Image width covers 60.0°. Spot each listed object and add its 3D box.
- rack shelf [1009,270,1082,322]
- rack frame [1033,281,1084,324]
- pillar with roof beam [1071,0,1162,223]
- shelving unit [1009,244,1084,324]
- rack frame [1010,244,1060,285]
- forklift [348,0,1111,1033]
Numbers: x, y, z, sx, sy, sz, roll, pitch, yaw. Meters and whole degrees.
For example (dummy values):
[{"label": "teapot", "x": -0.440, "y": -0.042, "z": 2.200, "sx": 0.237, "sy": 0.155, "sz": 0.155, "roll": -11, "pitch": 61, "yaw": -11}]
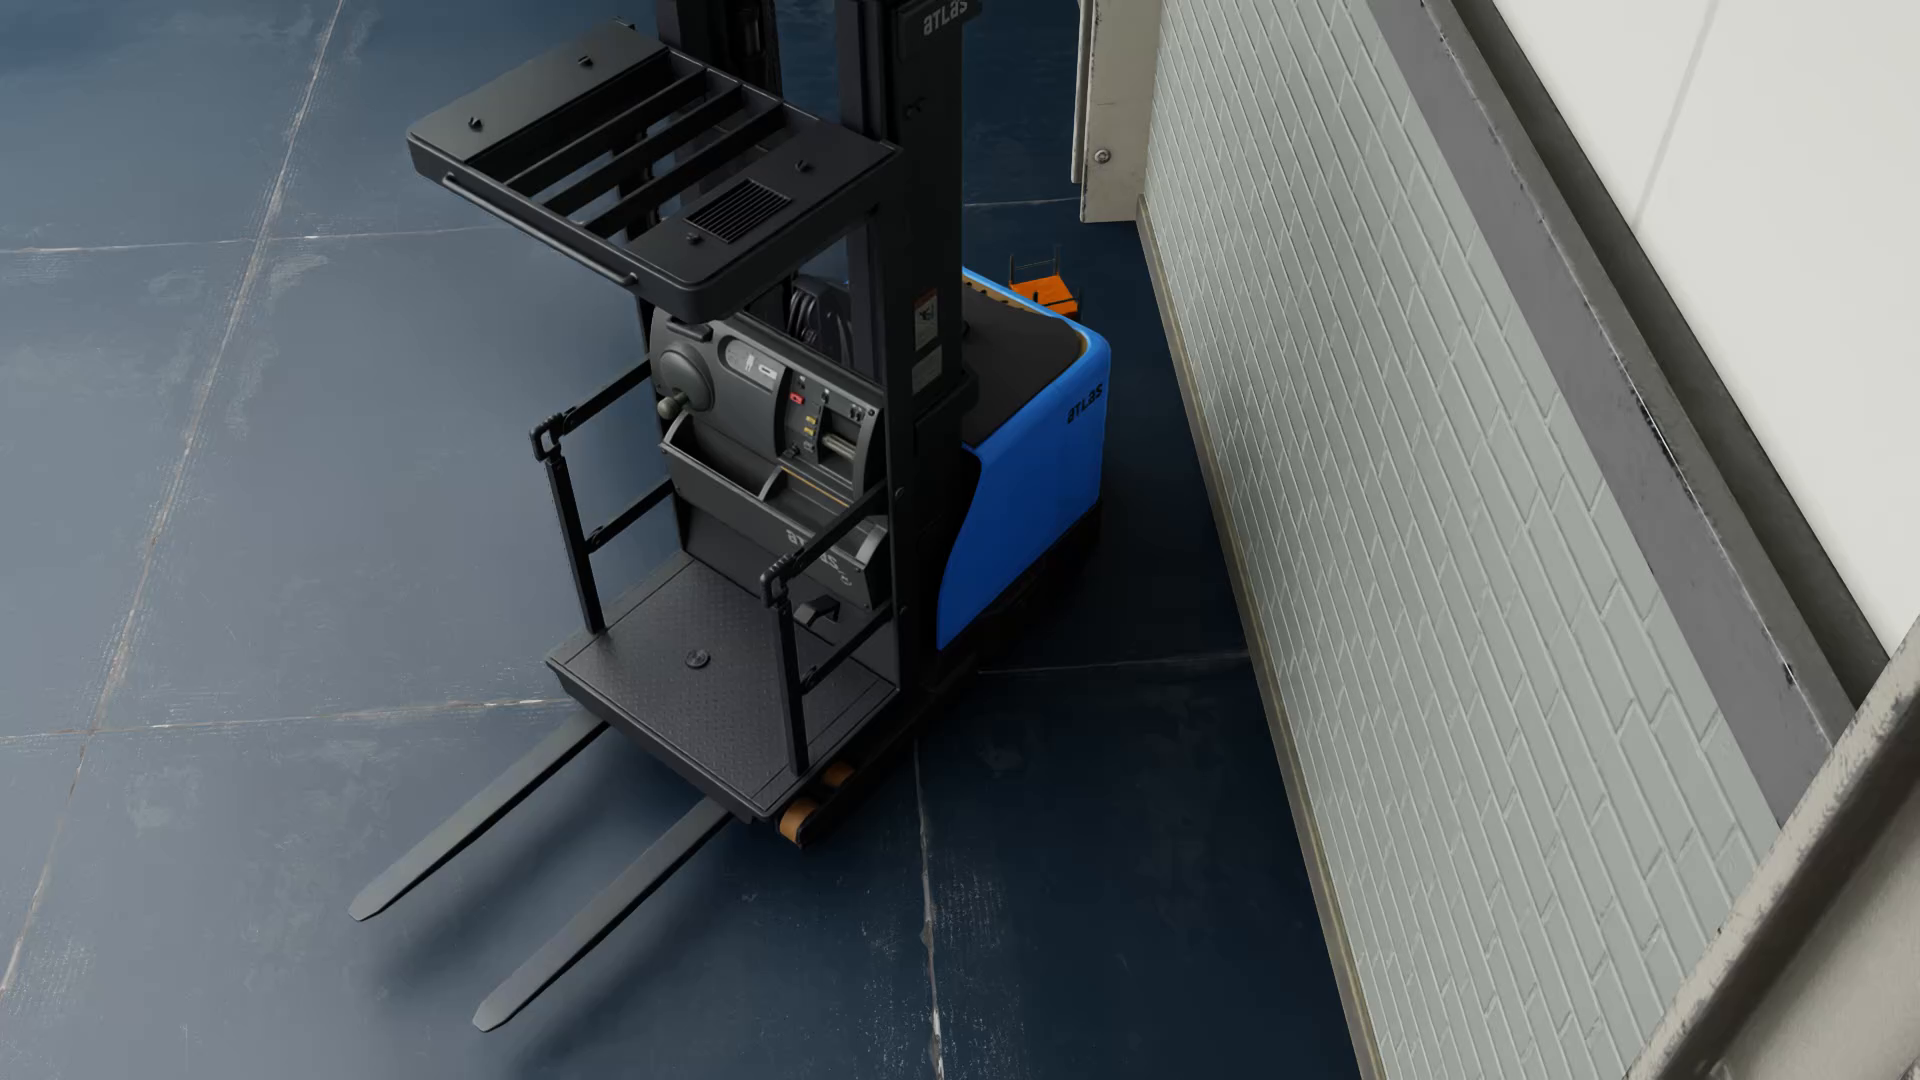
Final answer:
[{"label": "rack shelf", "x": 0.327, "y": -0.854, "z": 6.459, "sx": 0.215, "sy": 0.259, "sz": 0.240, "roll": -14, "pitch": 48, "yaw": -13}, {"label": "rack frame", "x": 0.367, "y": -0.582, "z": 6.578, "sx": 0.200, "sy": 1.050, "sz": 0.008, "roll": -14, "pitch": 48, "yaw": -13}, {"label": "pillar with roof beam", "x": -3.552, "y": -4.558, "z": 4.869, "sx": 9.100, "sy": 9.000, "sz": 0.400, "roll": -3, "pitch": 47, "yaw": -3}, {"label": "shelving unit", "x": 0.327, "y": -0.666, "z": 6.657, "sx": 0.215, "sy": 1.050, "sz": 0.252, "roll": -14, "pitch": 48, "yaw": -13}, {"label": "rack frame", "x": 0.287, "y": -0.749, "z": 6.737, "sx": 0.200, "sy": 1.050, "sz": 0.008, "roll": -14, "pitch": 48, "yaw": -13}, {"label": "forklift", "x": -0.754, "y": -0.371, "z": 5.083, "sx": 1.130, "sy": 2.935, "sz": 3.031, "roll": 30, "pitch": 54, "yaw": 25}]
